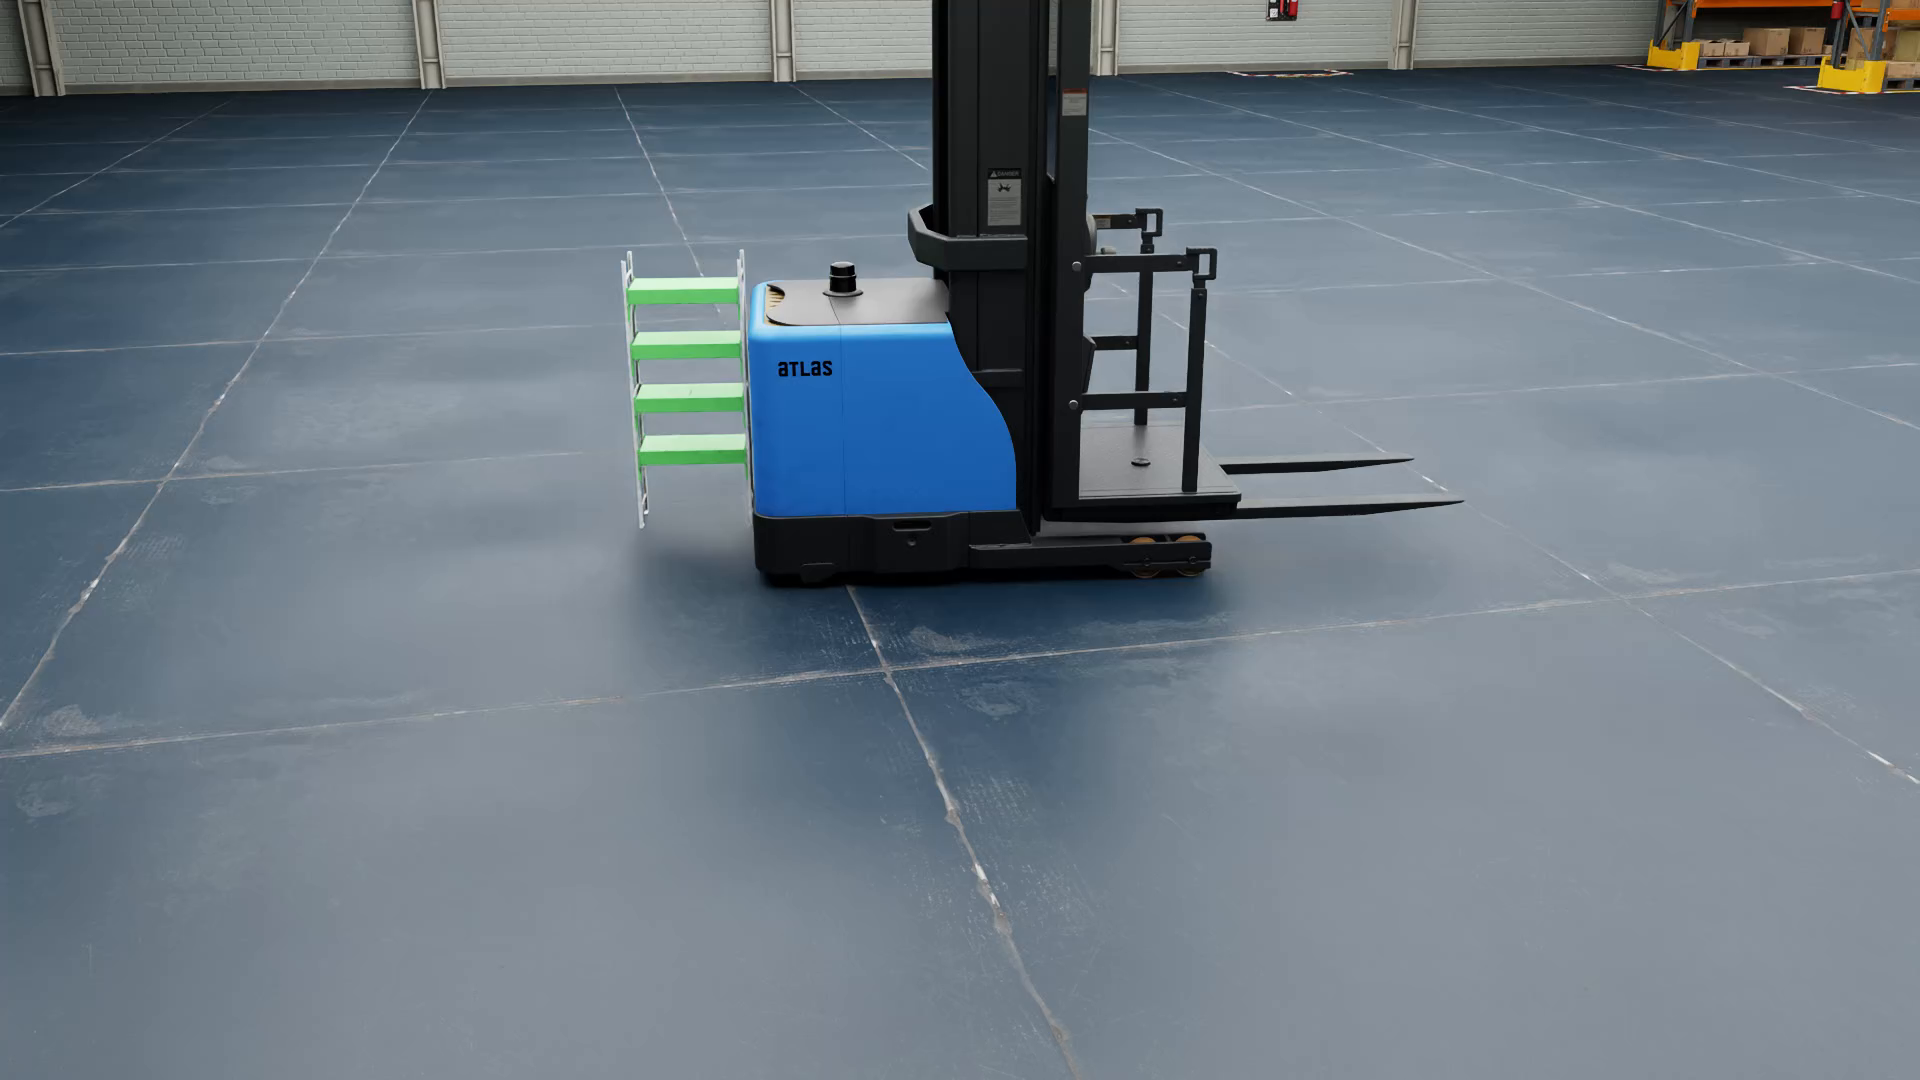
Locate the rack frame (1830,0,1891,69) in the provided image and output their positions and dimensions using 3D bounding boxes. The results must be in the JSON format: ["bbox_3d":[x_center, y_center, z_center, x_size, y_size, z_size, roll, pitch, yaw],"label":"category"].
[{"bbox_3d":[15.038,-9.025,27.591,0.127,3.000,1.000,-5,21,-12],"label":"rack frame"}]

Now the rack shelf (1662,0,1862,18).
[{"bbox_3d":[15.841,-10.504,32.673,4.000,0.370,1.077,-5,21,-12],"label":"rack shelf"}]

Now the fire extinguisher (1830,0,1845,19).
[{"bbox_3d":[14.816,-9.135,28.004,0.183,0.674,0.296,-5,21,-12],"label":"fire extinguisher"}]

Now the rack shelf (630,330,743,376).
[{"bbox_3d":[-1.193,-0.828,7.318,0.480,0.148,0.258,-1,20,-4],"label":"rack shelf"}]

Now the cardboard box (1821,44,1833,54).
[{"bbox_3d":[17.273,-9.823,33.250,0.250,0.166,0.380,-7,21,-20],"label":"cardboard box"}]

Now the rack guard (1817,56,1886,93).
[{"bbox_3d":[15.015,-7.849,28.016,0.348,0.500,1.175,-5,21,-12],"label":"rack guard"}]

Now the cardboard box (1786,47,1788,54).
[{"bbox_3d":[16.226,-9.748,33.069,0.250,0.149,0.380,-6,21,-17],"label":"cardboard box"}]

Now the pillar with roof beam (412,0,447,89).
[{"bbox_3d":[-7.989,-10.504,22.907,0.400,9.000,9.100,-5,21,-12],"label":"pillar with roof beam"}]

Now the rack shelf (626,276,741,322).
[{"bbox_3d":[-1.193,-1.053,7.235,0.480,0.148,0.258,-1,20,-4],"label":"rack shelf"}]

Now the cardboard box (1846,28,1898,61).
[{"bbox_3d":[15.491,-8.425,28.251,0.500,0.500,0.500,-5,21,-12],"label":"cardboard box"}]

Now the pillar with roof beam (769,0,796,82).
[{"bbox_3d":[-2.150,-10.979,24.204,0.400,9.000,9.100,-5,21,-12],"label":"pillar with roof beam"}]

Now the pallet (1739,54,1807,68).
[{"bbox_3d":[15.952,-9.527,33.017,1.213,0.211,1.003,-5,21,-12],"label":"pallet"}]

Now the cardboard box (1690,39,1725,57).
[{"bbox_3d":[14.588,-9.652,32.571,0.500,0.311,0.500,-7,21,-19],"label":"cardboard box"}]

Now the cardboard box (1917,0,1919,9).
[{"bbox_3d":[16.005,-9.148,27.781,0.500,0.500,0.700,-4,21,-11],"label":"cardboard box"}]

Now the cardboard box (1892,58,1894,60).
[{"bbox_3d":[15.976,-8.116,28.497,0.500,0.250,0.500,-5,21,-12],"label":"cardboard box"}]

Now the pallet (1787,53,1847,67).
[{"bbox_3d":[17.142,-9.625,33.284,1.213,0.211,1.003,-5,21,-12],"label":"pallet"}]

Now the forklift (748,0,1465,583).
[{"bbox_3d":[0.626,-1.398,6.870,3.031,2.935,1.130,-2,20,-5],"label":"forklift"}]

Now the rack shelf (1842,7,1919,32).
[{"bbox_3d":[16.984,-8.846,28.147,4.000,0.370,1.077,-5,21,-12],"label":"rack shelf"}]

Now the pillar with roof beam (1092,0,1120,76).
[{"bbox_3d":[3.689,-11.454,25.500,0.400,9.000,9.100,-5,21,-12],"label":"pillar with roof beam"}]

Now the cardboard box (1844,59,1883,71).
[{"bbox_3d":[15.492,-8.073,28.378,0.500,0.250,0.500,-5,21,-12],"label":"cardboard box"}]

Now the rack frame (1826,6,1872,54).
[{"bbox_3d":[17.787,-11.000,32.981,0.127,3.000,1.000,-5,21,-12],"label":"rack frame"}]

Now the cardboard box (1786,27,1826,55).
[{"bbox_3d":[16.786,-9.937,33.075,0.500,0.500,0.500,-6,21,-17],"label":"cardboard box"}]

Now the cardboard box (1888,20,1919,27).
[{"bbox_3d":[18.927,-10.484,33.479,0.500,0.250,0.500,-5,21,-14],"label":"cardboard box"}]

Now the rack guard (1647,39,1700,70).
[{"bbox_3d":[13.968,-9.515,32.564,0.348,0.500,1.175,-5,21,-12],"label":"rack guard"}]

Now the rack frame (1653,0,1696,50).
[{"bbox_3d":[13.894,-10.683,32.117,0.127,3.000,1.000,-5,21,-12],"label":"rack frame"}]

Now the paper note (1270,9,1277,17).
[{"bbox_3d":[5.936,-9.966,31.440,0.142,0.148,0.016,-5,21,-12],"label":"paper note"}]

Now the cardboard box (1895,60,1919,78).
[{"bbox_3d":[16.097,-7.940,28.016,0.500,0.250,0.500,-5,21,-12],"label":"cardboard box"}]

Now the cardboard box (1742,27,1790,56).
[{"bbox_3d":[15.869,-9.827,32.775,0.500,0.500,0.700,-6,21,-16],"label":"cardboard box"}]

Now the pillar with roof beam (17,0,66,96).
[{"bbox_3d":[-13.828,-10.029,21.611,0.400,9.000,9.100,-5,21,-12],"label":"pillar with roof beam"}]

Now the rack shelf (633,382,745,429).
[{"bbox_3d":[-1.193,-0.602,7.400,0.480,0.148,0.258,-1,20,-4],"label":"rack shelf"}]

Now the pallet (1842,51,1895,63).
[{"bbox_3d":[18.544,-9.752,33.631,1.213,0.211,1.003,-5,21,-12],"label":"pallet"}]

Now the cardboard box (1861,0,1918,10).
[{"bbox_3d":[15.495,-9.105,27.663,0.500,0.500,0.700,-5,21,-12],"label":"cardboard box"}]

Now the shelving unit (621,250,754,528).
[{"bbox_3d":[-1.193,-0.662,7.378,0.503,1.200,0.258,-1,20,-4],"label":"shelving unit"}]

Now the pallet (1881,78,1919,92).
[{"bbox_3d":[15.773,-7.790,28.275,1.213,0.211,1.003,-5,21,-12],"label":"pallet"}]

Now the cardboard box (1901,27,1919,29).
[{"bbox_3d":[16.461,-8.509,28.480,0.500,0.500,0.500,-5,21,-12],"label":"cardboard box"}]

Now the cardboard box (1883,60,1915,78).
[{"bbox_3d":[15.611,-7.899,27.905,0.500,0.250,0.500,-5,21,-12],"label":"cardboard box"}]

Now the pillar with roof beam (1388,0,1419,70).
[{"bbox_3d":[9.528,-11.929,26.797,0.400,9.000,9.100,-5,21,-12],"label":"pillar with roof beam"}]

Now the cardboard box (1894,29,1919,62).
[{"bbox_3d":[16.097,-8.292,27.886,0.500,0.500,0.500,-5,21,-12],"label":"cardboard box"}]

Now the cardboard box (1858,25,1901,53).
[{"bbox_3d":[18.500,-10.096,33.510,0.500,0.500,0.700,-4,20,-11],"label":"cardboard box"}]

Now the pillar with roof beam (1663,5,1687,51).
[{"bbox_3d":[15.367,-12.404,28.093,0.400,9.000,9.100,-5,21,-12],"label":"pillar with roof beam"}]

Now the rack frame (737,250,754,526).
[{"bbox_3d":[-0.950,-0.668,7.394,0.015,1.200,0.240,-1,20,-4],"label":"rack frame"}]

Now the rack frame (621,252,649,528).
[{"bbox_3d":[-1.436,-0.656,7.362,0.015,1.200,0.240,-1,20,-4],"label":"rack frame"}]

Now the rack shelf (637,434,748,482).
[{"bbox_3d":[-1.193,-0.377,7.483,0.480,0.148,0.258,-1,20,-4],"label":"rack shelf"}]

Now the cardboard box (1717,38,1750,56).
[{"bbox_3d":[15.143,-9.697,32.694,0.500,0.311,0.500,-3,20,-8],"label":"cardboard box"}]

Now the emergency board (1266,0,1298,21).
[{"bbox_3d":[6.124,-10.370,31.263,0.643,1.169,0.194,-5,21,-12],"label":"emergency board"}]

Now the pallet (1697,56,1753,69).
[{"bbox_3d":[14.767,-9.432,32.756,1.213,0.211,1.003,-5,21,-12],"label":"pallet"}]
